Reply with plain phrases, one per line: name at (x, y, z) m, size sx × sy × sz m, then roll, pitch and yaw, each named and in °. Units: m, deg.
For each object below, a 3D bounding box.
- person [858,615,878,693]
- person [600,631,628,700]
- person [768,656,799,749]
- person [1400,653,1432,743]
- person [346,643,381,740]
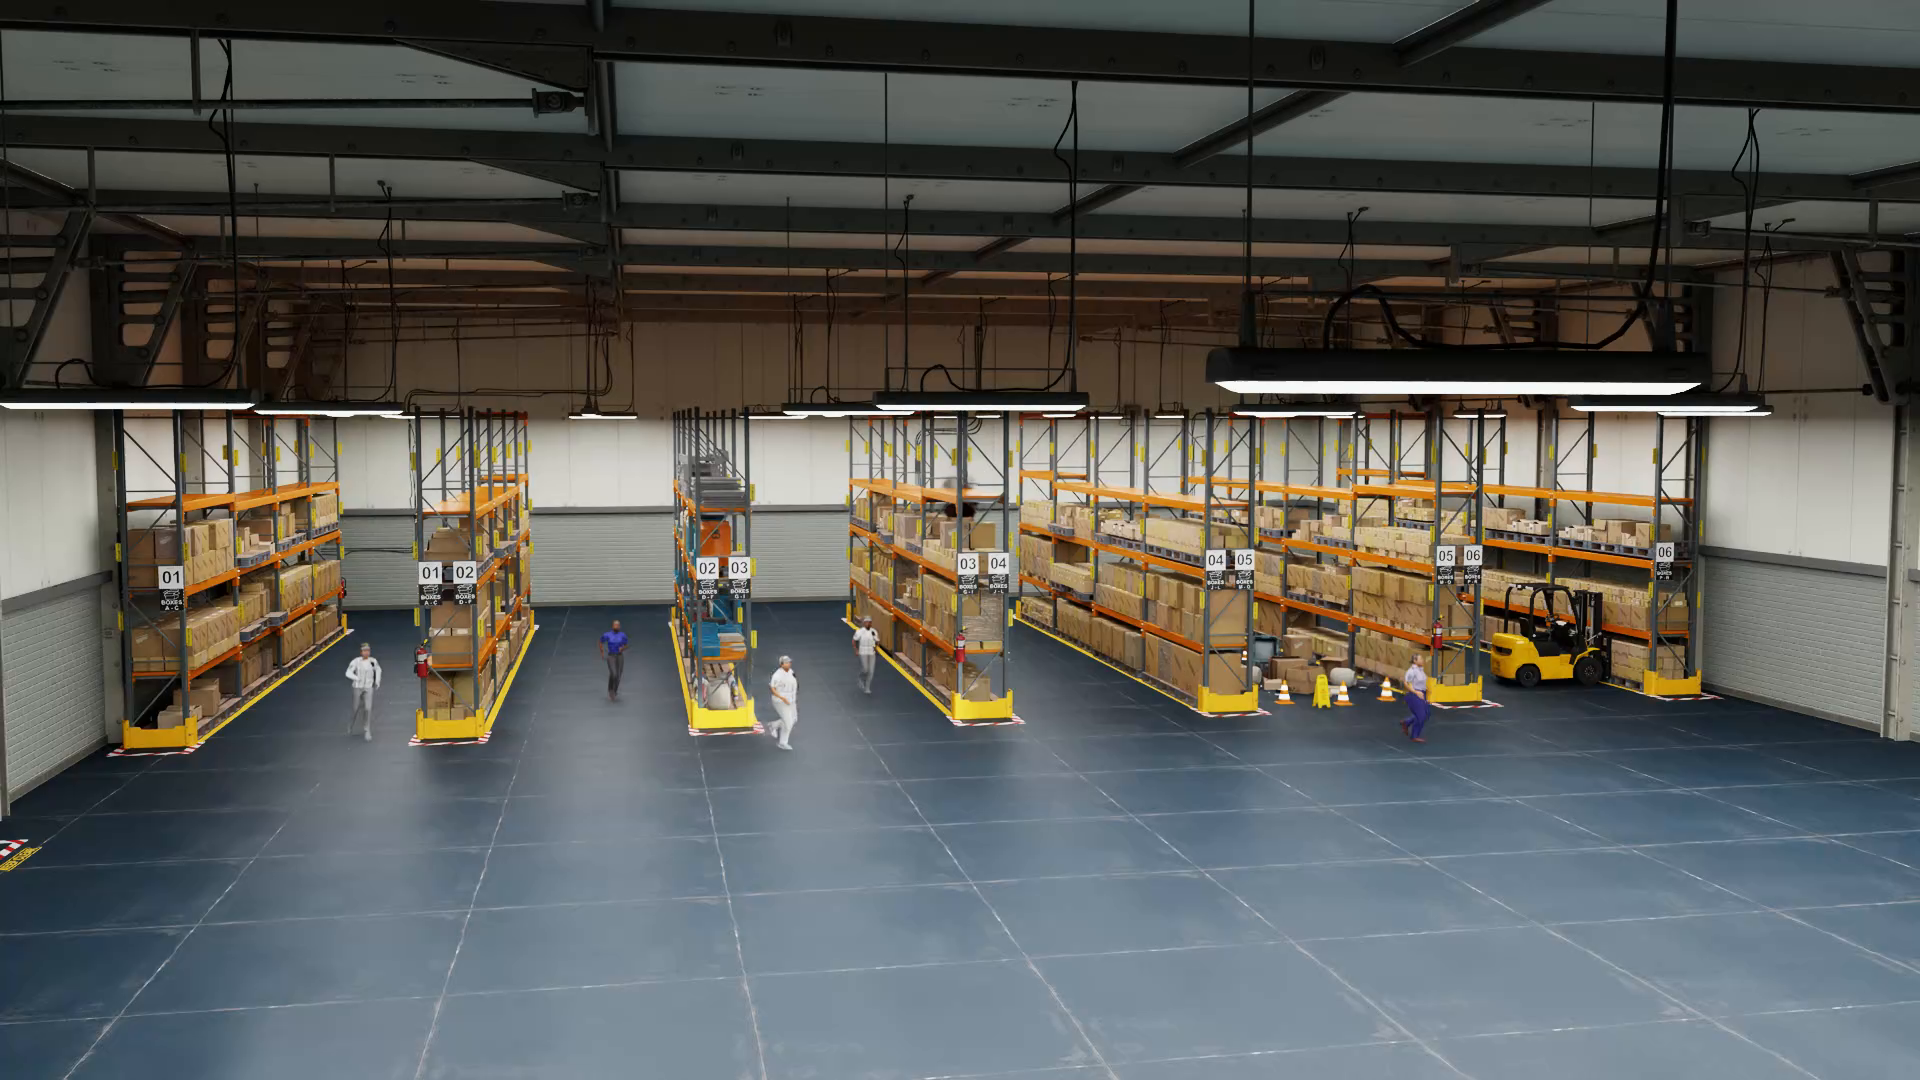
person at (-1.923, 2.406, 34.973) m, size 0.411 × 1.652 × 0.499 m, roll -1°, pitch 4°, yaw -18°
person at (-7.092, 2.564, 34.260) m, size 0.526 × 1.436 × 0.586 m, roll -2°, pitch 5°, yaw -28°
person at (-3.152, 2.850, 29.240) m, size 0.620 × 1.640 × 0.589 m, roll 3°, pitch 5°, yaw 32°
person at (8.120, 2.813, 29.691) m, size 0.516 × 1.601 × 0.594 m, roll 3°, pitch 5°, yaw 36°
person at (-10.805, 2.716, 30.180) m, size 0.640 × 1.719 × 0.829 m, roll -2°, pitch 5°, yaw -29°
